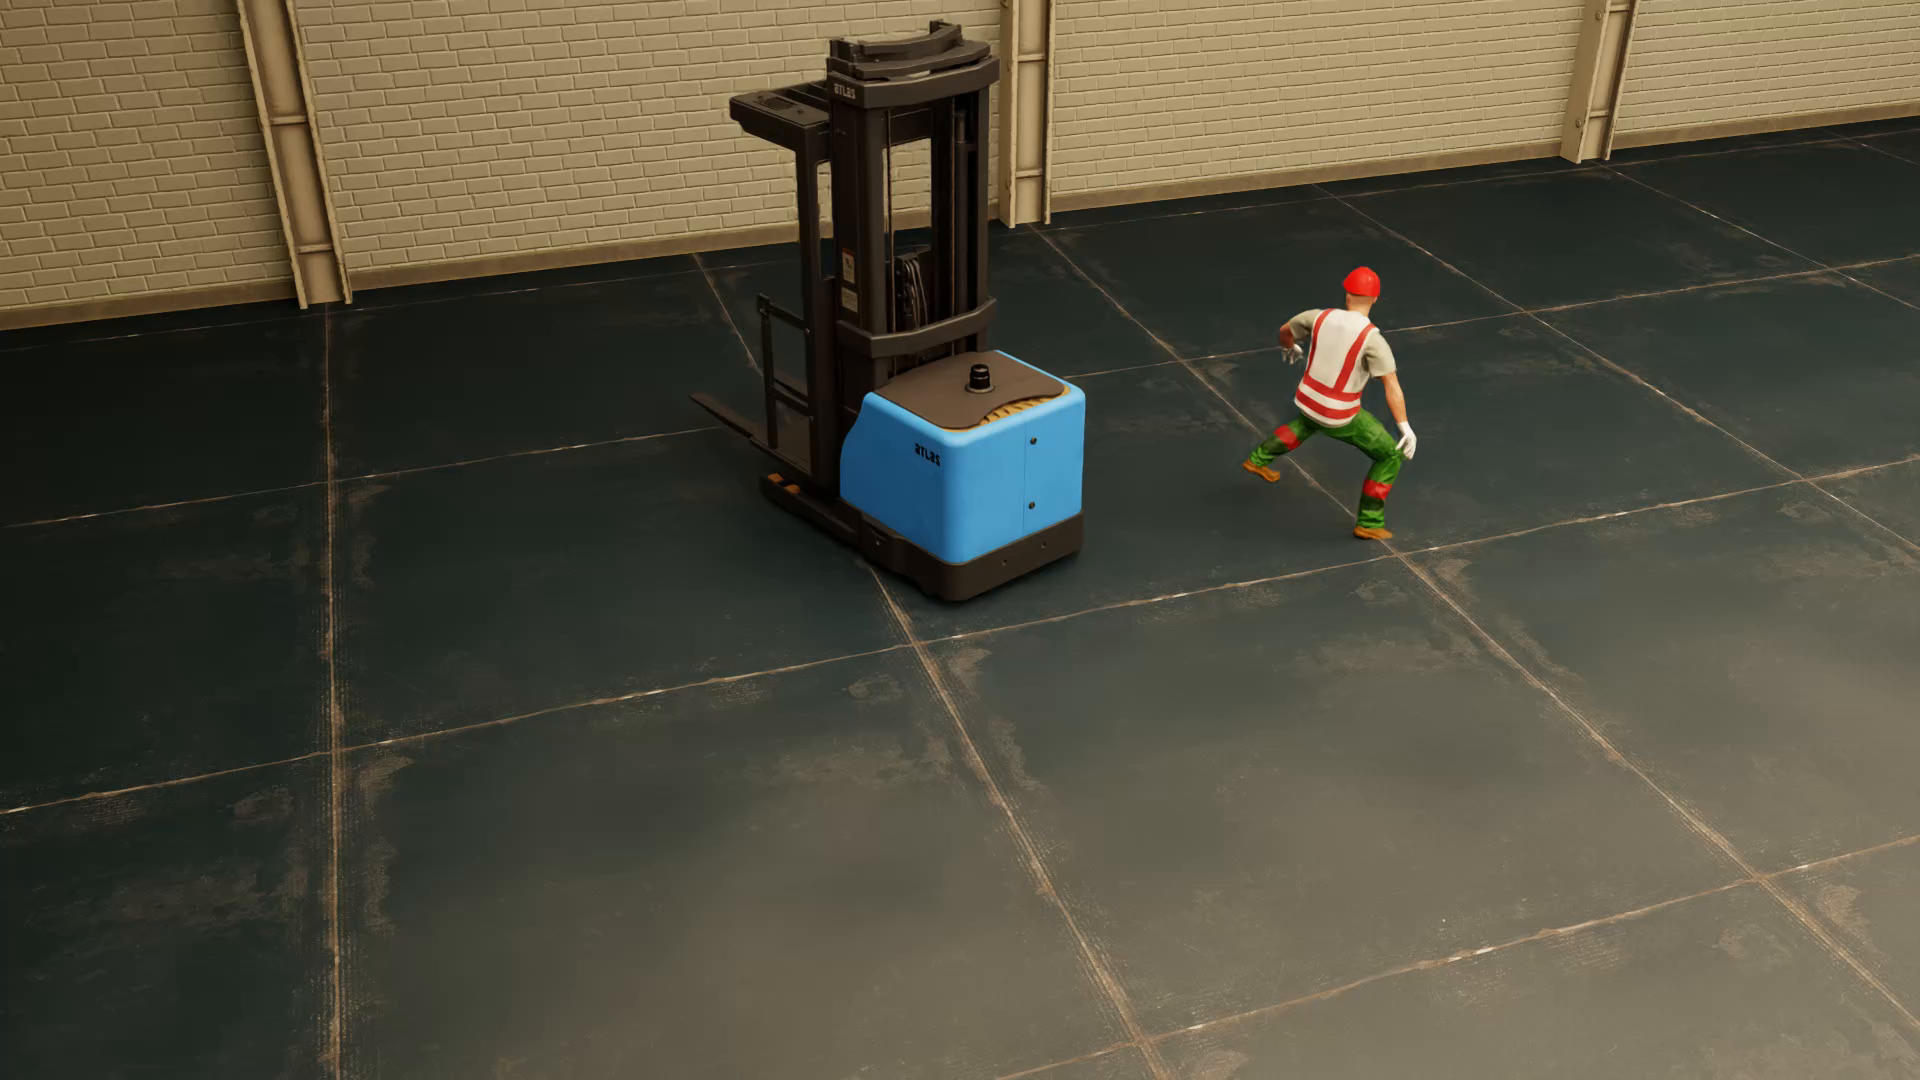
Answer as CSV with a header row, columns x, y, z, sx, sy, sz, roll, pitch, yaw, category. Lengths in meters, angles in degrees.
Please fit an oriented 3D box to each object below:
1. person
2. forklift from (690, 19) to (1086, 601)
x,y,z,sx,sy,sz,roll,pitch,yaw,category
2.284,-0.791,9.836,0.510,1.664,1.189,-20,35,-30,person
-0.606,-1.591,9.852,1.130,2.935,3.031,-23,37,-34,forklift
